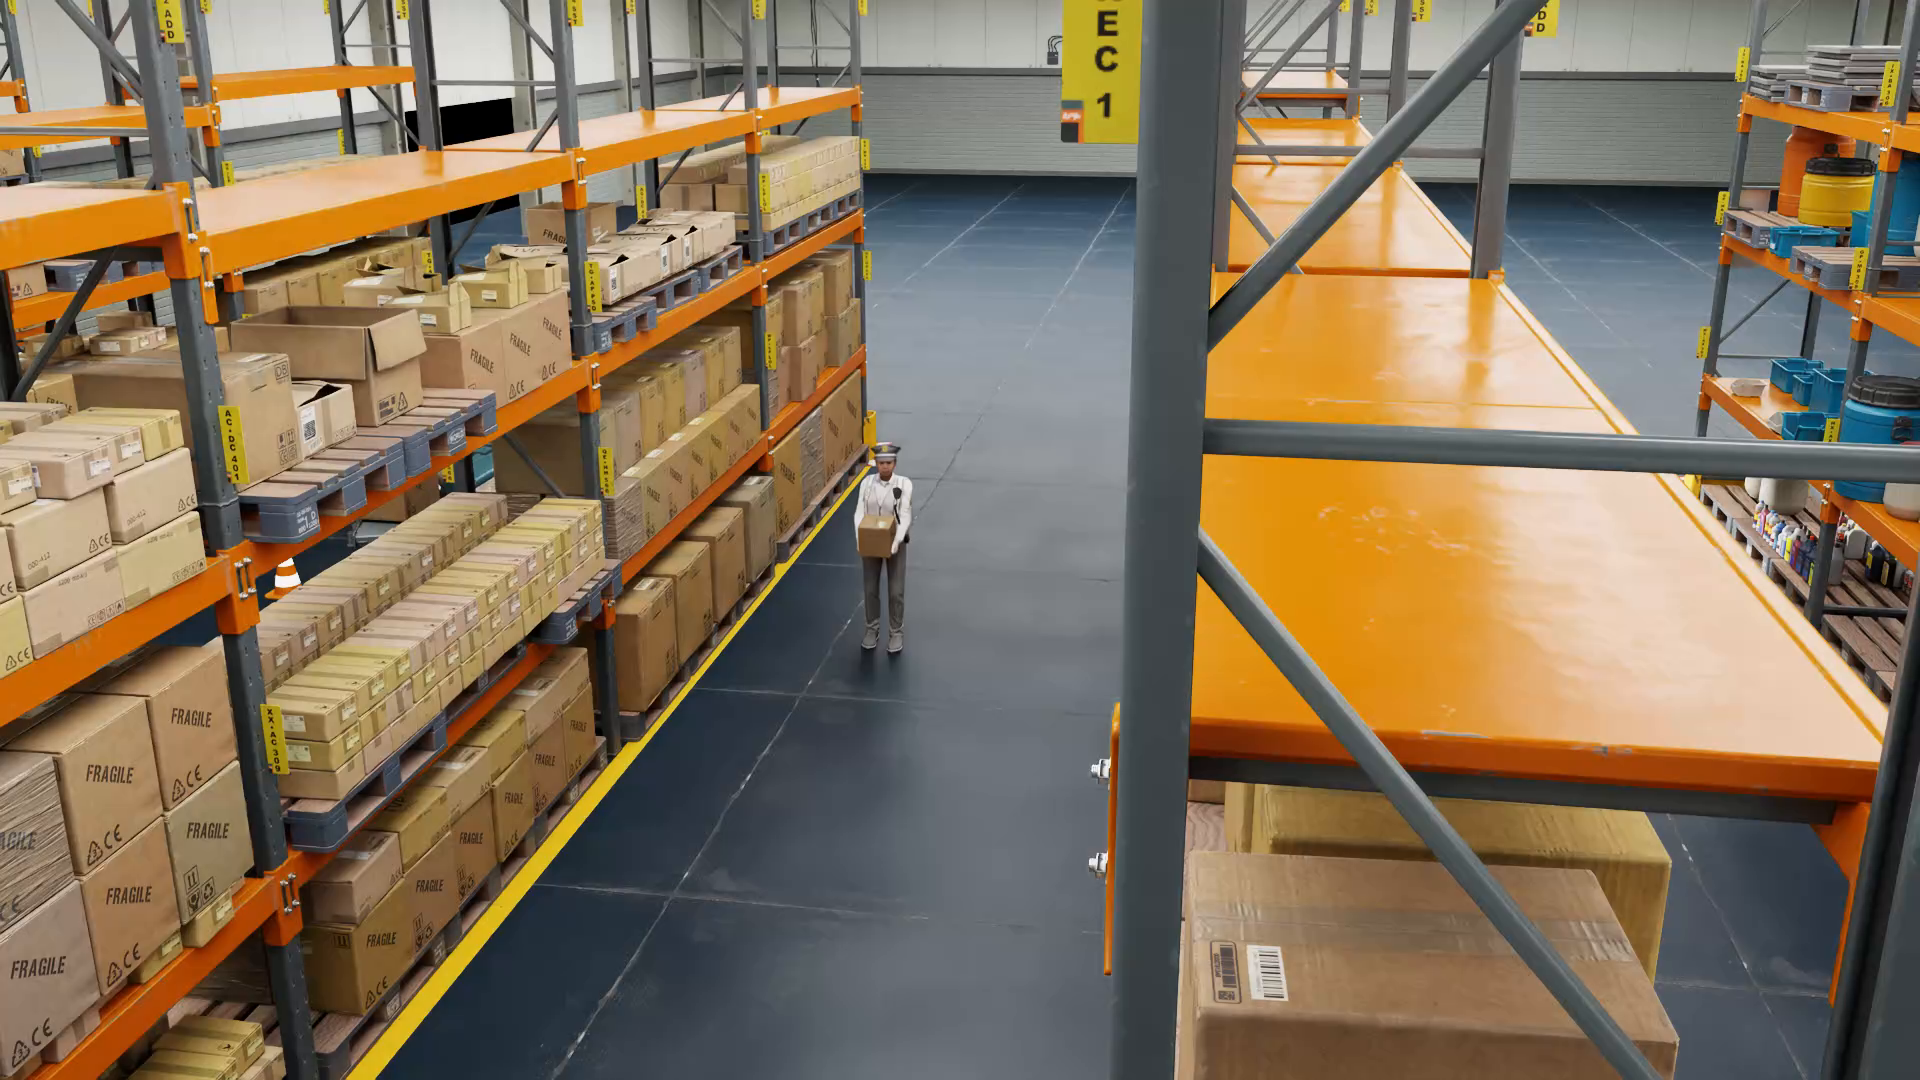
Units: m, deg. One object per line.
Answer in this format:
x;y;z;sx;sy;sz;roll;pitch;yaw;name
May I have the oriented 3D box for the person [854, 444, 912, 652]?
-0.617;0.063;13.262;0.459;1.690;0.532;3;18;9;person
